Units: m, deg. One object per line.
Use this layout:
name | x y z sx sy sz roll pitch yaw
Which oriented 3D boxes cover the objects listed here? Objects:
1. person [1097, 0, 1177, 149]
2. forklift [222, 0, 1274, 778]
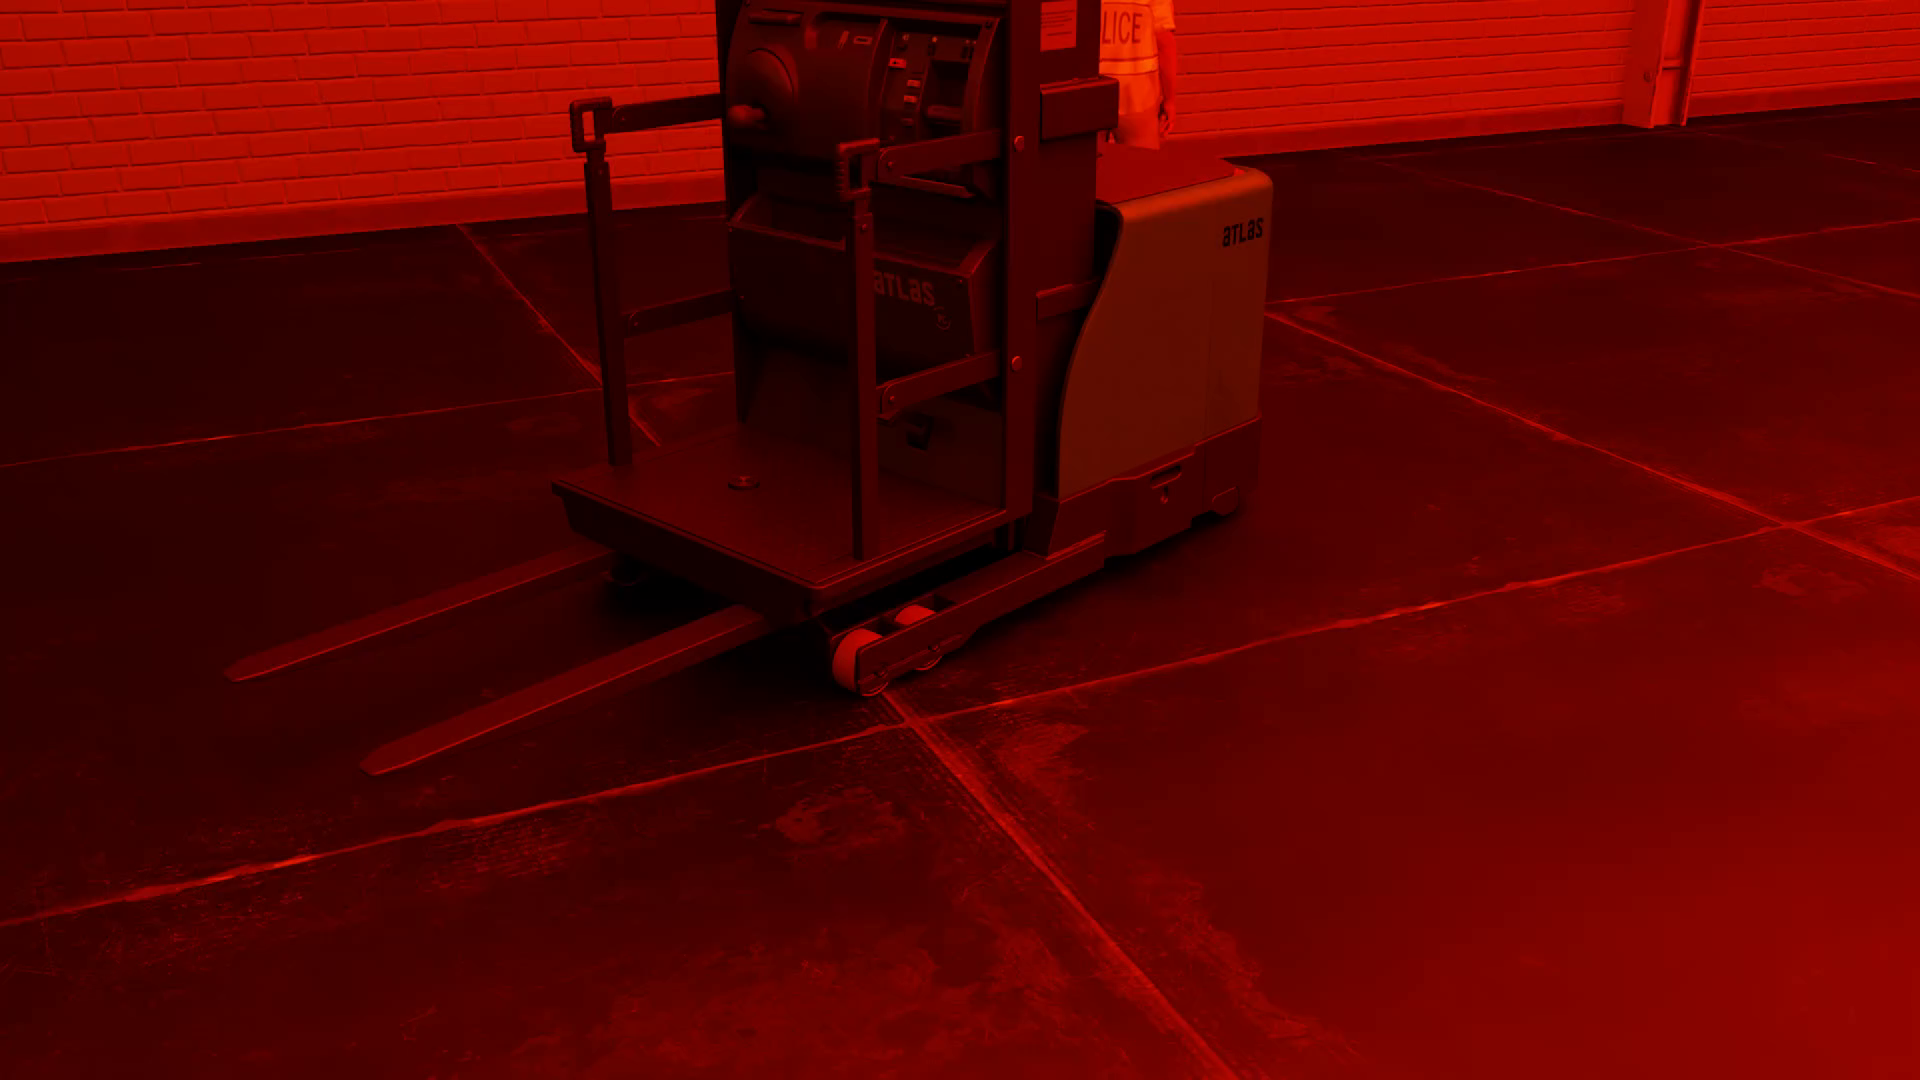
person | 0.705 -2.022 7.697 0.585 1.747 0.440 5 23 11
forklift | -0.413 -1.182 4.131 1.130 2.935 3.031 19 29 39
